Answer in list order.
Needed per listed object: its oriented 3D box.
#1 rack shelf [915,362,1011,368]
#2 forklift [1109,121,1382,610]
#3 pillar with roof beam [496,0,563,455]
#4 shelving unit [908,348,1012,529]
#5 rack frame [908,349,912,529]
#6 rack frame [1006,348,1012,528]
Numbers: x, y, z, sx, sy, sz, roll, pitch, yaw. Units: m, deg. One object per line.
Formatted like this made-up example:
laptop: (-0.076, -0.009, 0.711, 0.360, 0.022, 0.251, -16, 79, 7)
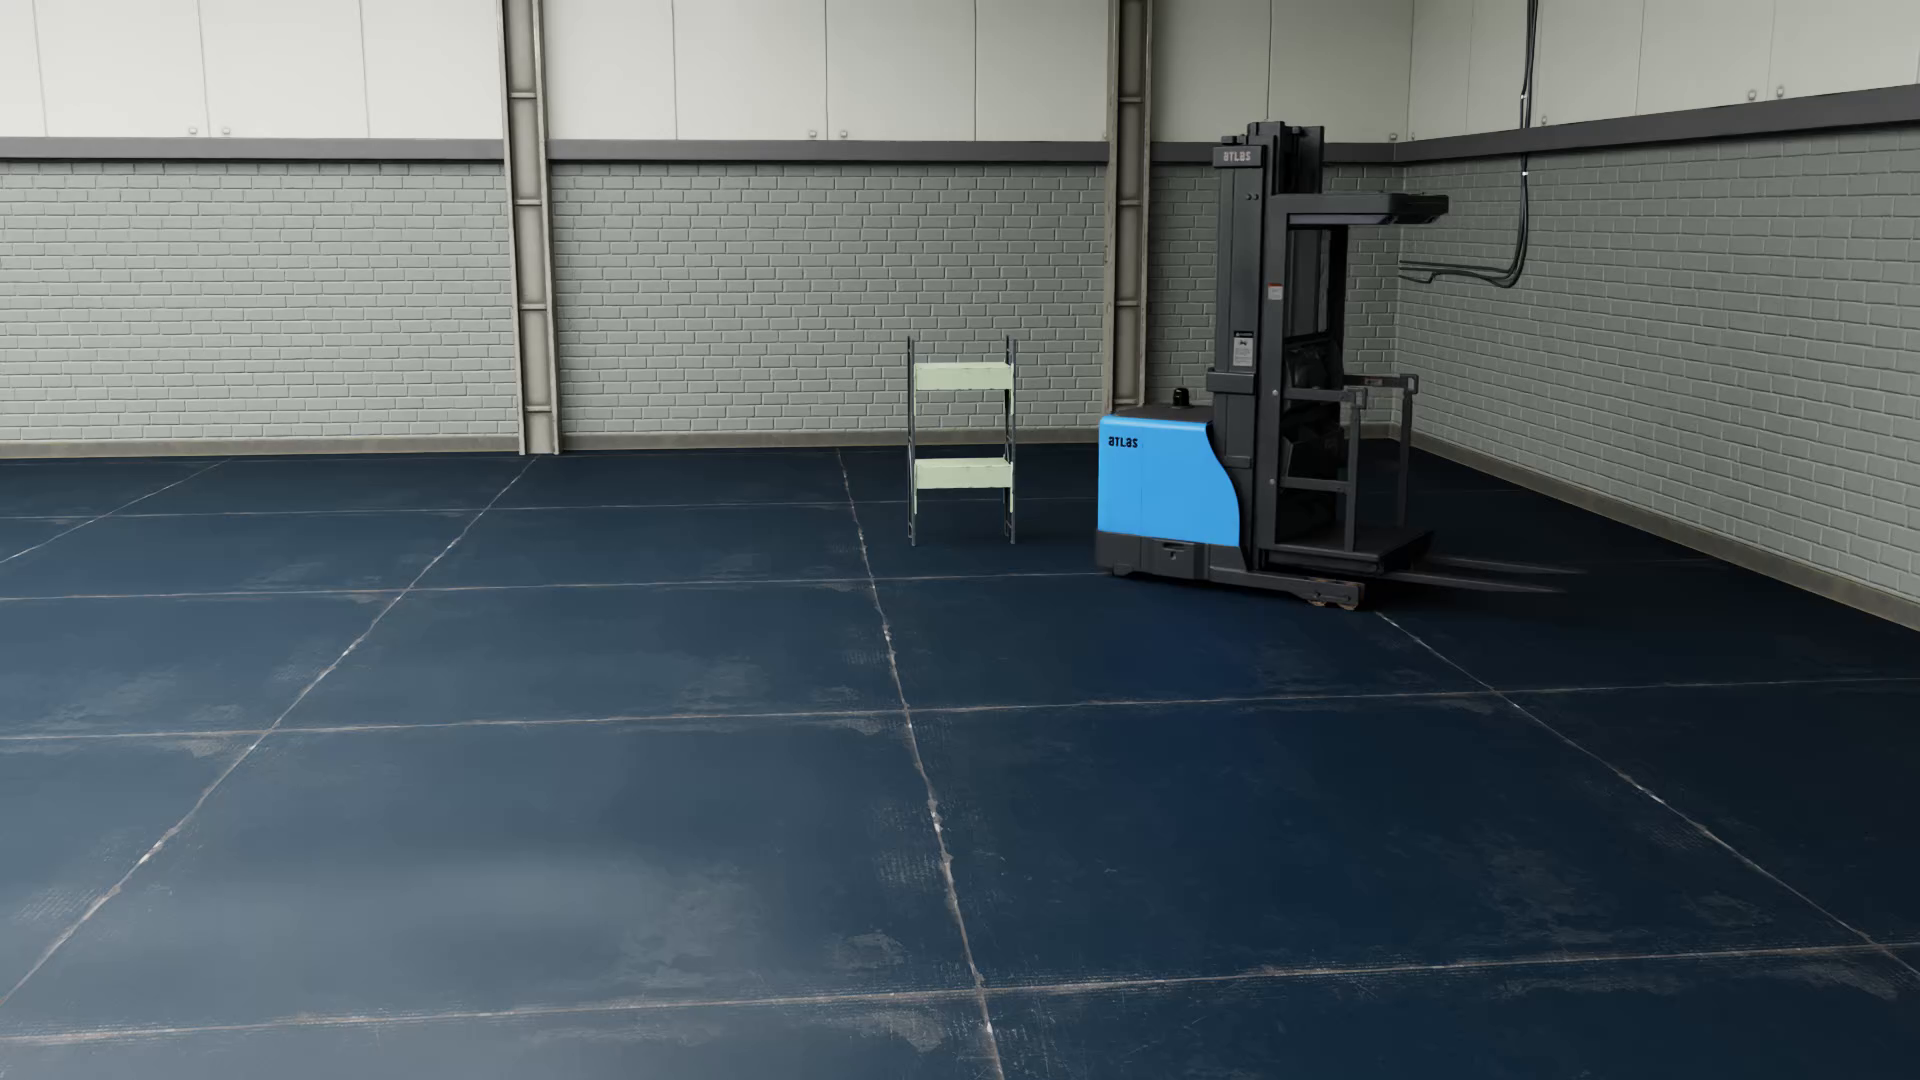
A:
rack shelf: (0.007, -1.250, 12.123, 0.686, 0.052, 0.368, -1, 11, -6)
forklift: (2.418, -1.124, 10.489, 3.031, 2.935, 1.109, 7, 13, 32)
pillar with roof beam: (-3.788, -4.481, 11.833, 0.400, 9.000, 9.100, -1, 11, -6)
shelving unit: (0.006, -0.736, 12.225, 0.742, 1.308, 0.380, -1, 11, -6)
rack frame: (-0.357, -0.729, 12.187, 0.010, 1.308, 0.380, -1, 11, -6)
rack frame: (0.370, -0.744, 12.264, 0.010, 1.308, 0.380, -1, 11, -6)
